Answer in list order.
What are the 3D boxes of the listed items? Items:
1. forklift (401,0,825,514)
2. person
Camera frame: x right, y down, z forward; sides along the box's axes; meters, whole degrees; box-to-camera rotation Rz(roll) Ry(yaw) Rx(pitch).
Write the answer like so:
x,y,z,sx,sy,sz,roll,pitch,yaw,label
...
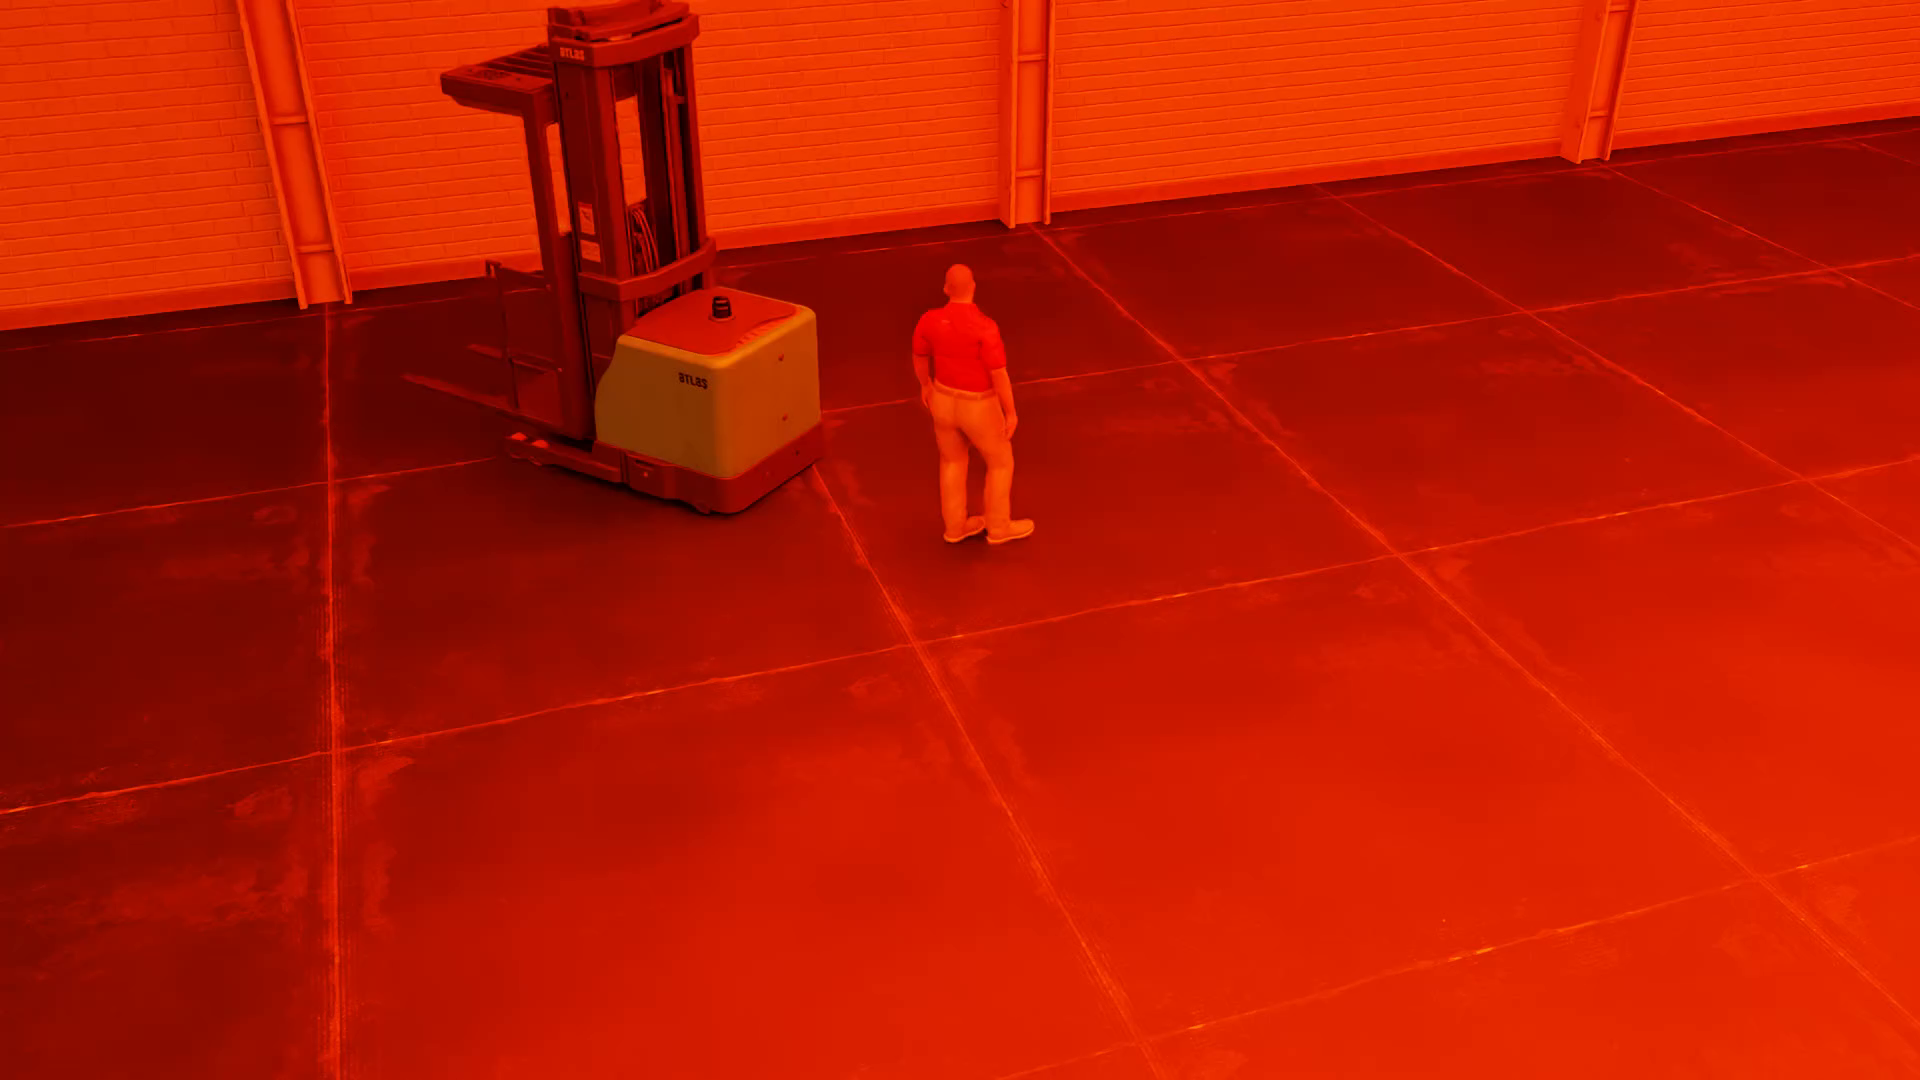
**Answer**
x,y,z,sx,sy,sz,roll,pitch,yaw,label
-2.413,-1.962,10.498,3.031,2.935,1.130,17,34,26,forklift
0.059,-0.794,9.687,0.709,1.716,0.426,14,33,22,person
